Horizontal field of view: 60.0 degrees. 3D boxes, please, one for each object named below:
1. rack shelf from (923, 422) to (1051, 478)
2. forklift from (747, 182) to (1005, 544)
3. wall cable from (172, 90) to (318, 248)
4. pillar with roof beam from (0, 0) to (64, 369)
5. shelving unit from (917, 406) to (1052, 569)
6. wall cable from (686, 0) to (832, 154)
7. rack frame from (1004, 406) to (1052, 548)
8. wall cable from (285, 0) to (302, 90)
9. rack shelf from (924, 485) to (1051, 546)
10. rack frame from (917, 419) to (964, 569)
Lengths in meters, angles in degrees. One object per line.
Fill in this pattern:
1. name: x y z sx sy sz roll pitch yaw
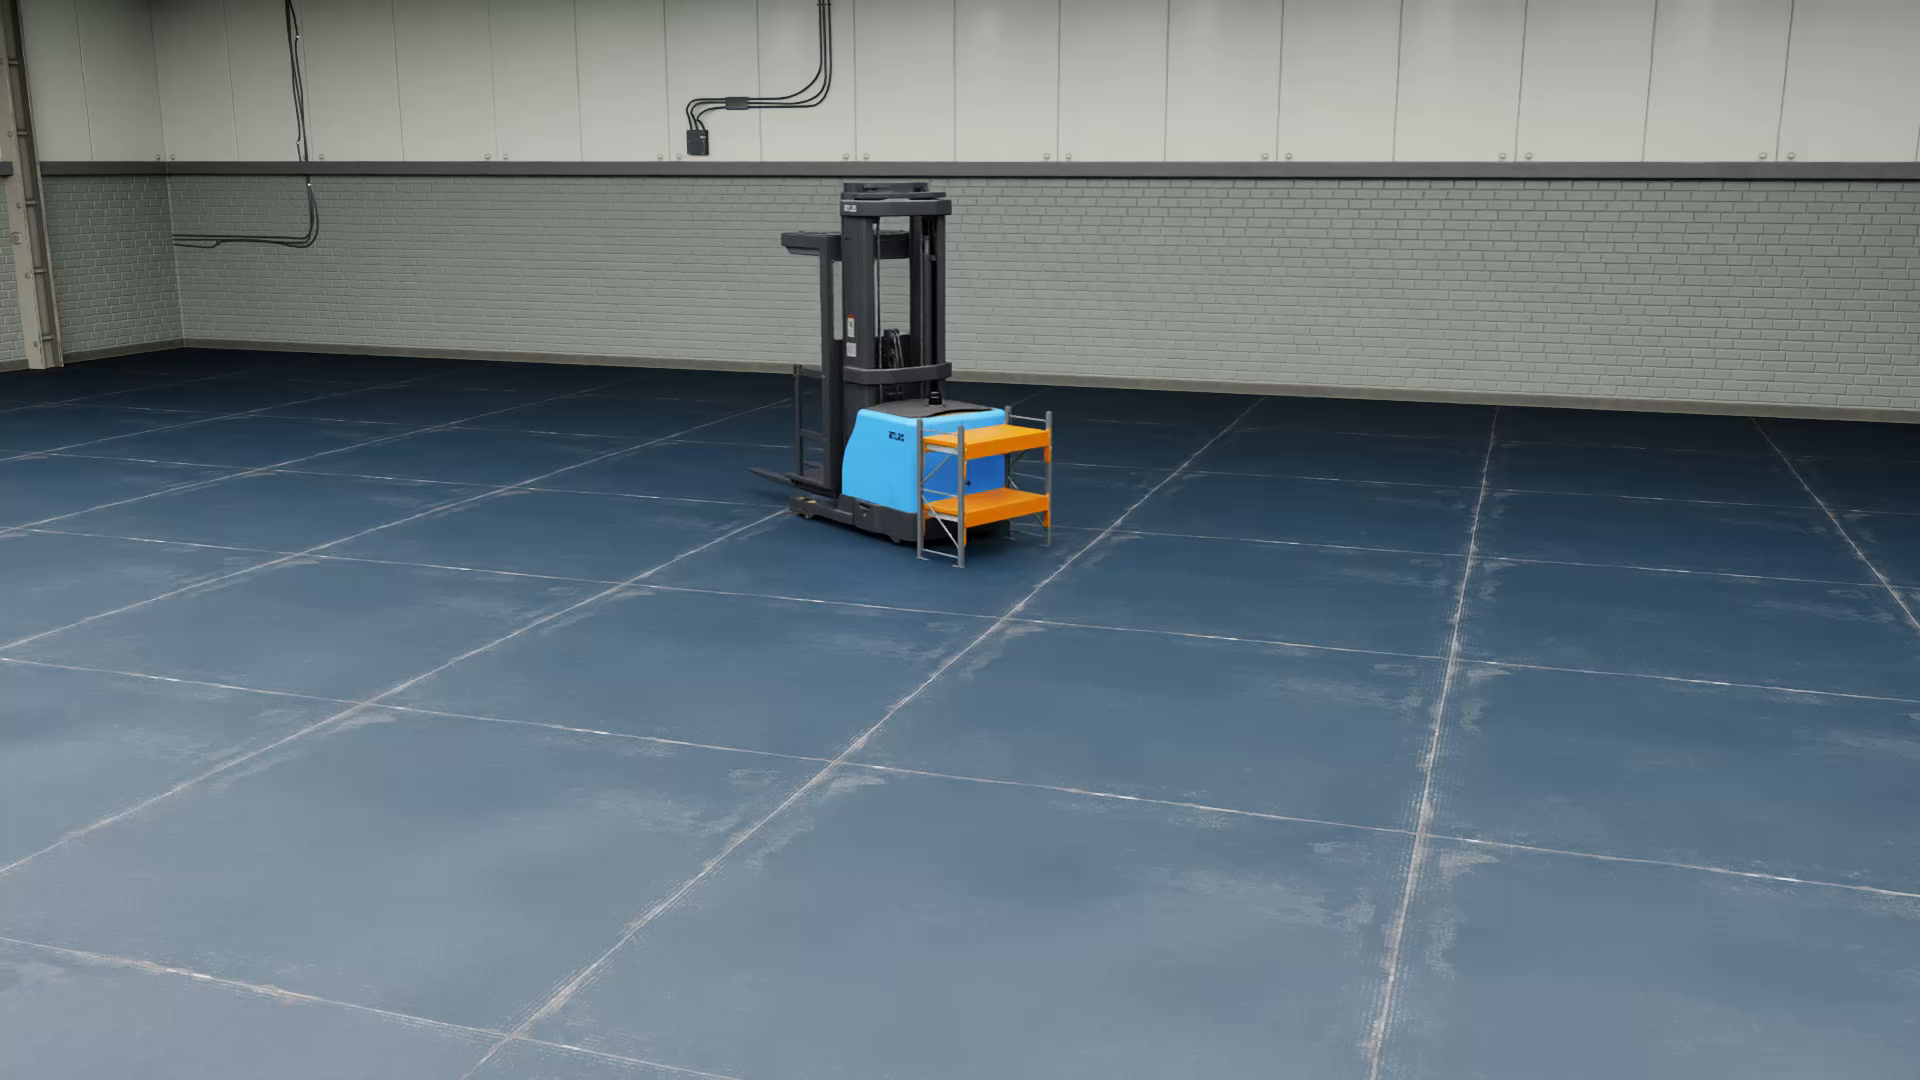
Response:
1. rack shelf: 0.203 -0.731 13.348 0.538 0.278 1.000 12 18 43
2. forklift: -0.877 -1.674 14.733 1.130 2.935 3.031 -9 16 -36
3. wall cable: -11.910 -6.066 27.322 3.097 2.526 0.112 4 14 18
4. pillar with roof beam: -10.041 -6.745 23.318 9.100 9.000 0.400 4 14 18
5. shelving unit: 0.203 -0.446 13.414 0.538 1.125 1.048 12 18 43
6. wall cable: -2.932 -8.551 23.589 2.305 6.003 0.169 4 14 18
7. rack frame: 0.560 -0.526 13.766 0.500 1.125 0.032 12 18 43
8. wall cable: -9.350 -8.334 25.906 3.097 2.526 0.112 4 14 18
9. rack shelf: 0.203 -0.207 13.468 0.538 0.278 1.000 12 18 43
10. rack frame: -0.154 -0.365 13.061 0.500 1.125 0.032 12 18 43
